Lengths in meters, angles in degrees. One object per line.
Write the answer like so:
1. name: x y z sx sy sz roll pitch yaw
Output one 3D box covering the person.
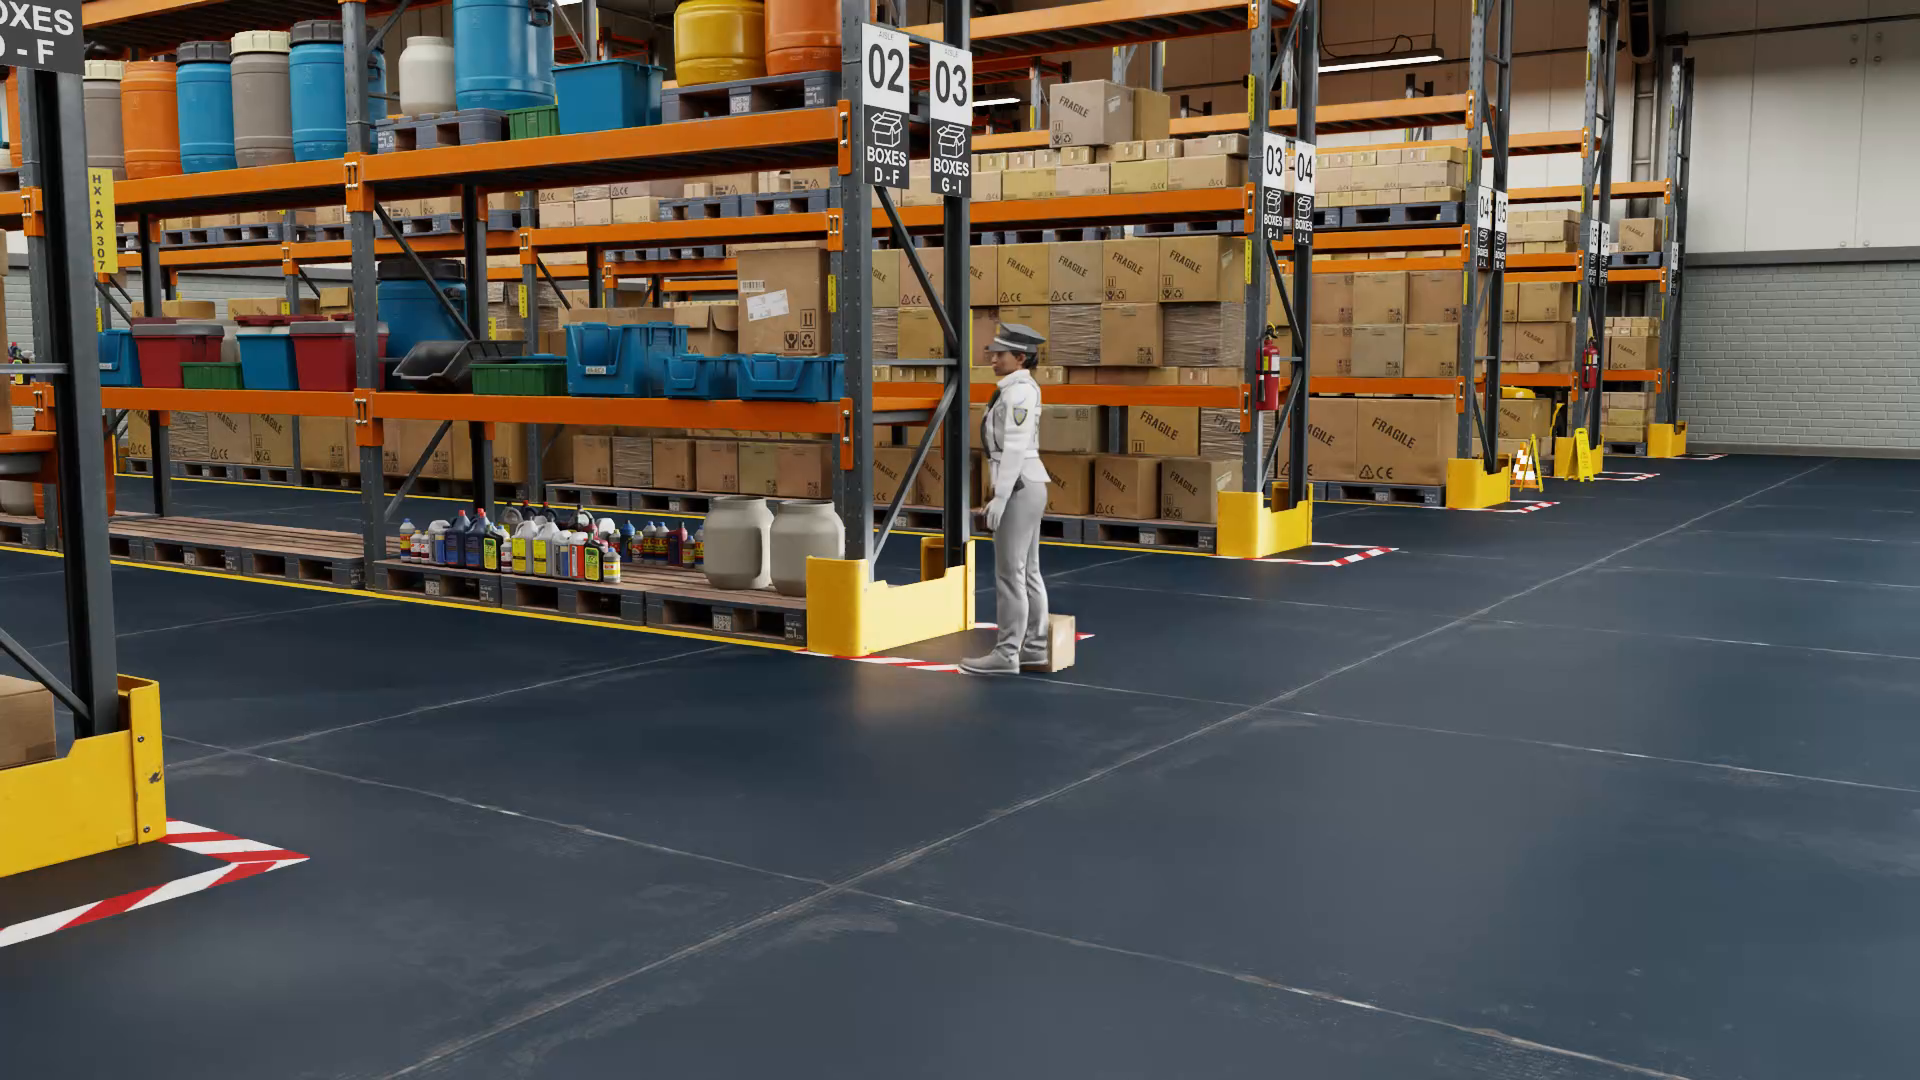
1. person: 0.217 -0.197 7.954 0.432 1.686 0.534 0 6 2
